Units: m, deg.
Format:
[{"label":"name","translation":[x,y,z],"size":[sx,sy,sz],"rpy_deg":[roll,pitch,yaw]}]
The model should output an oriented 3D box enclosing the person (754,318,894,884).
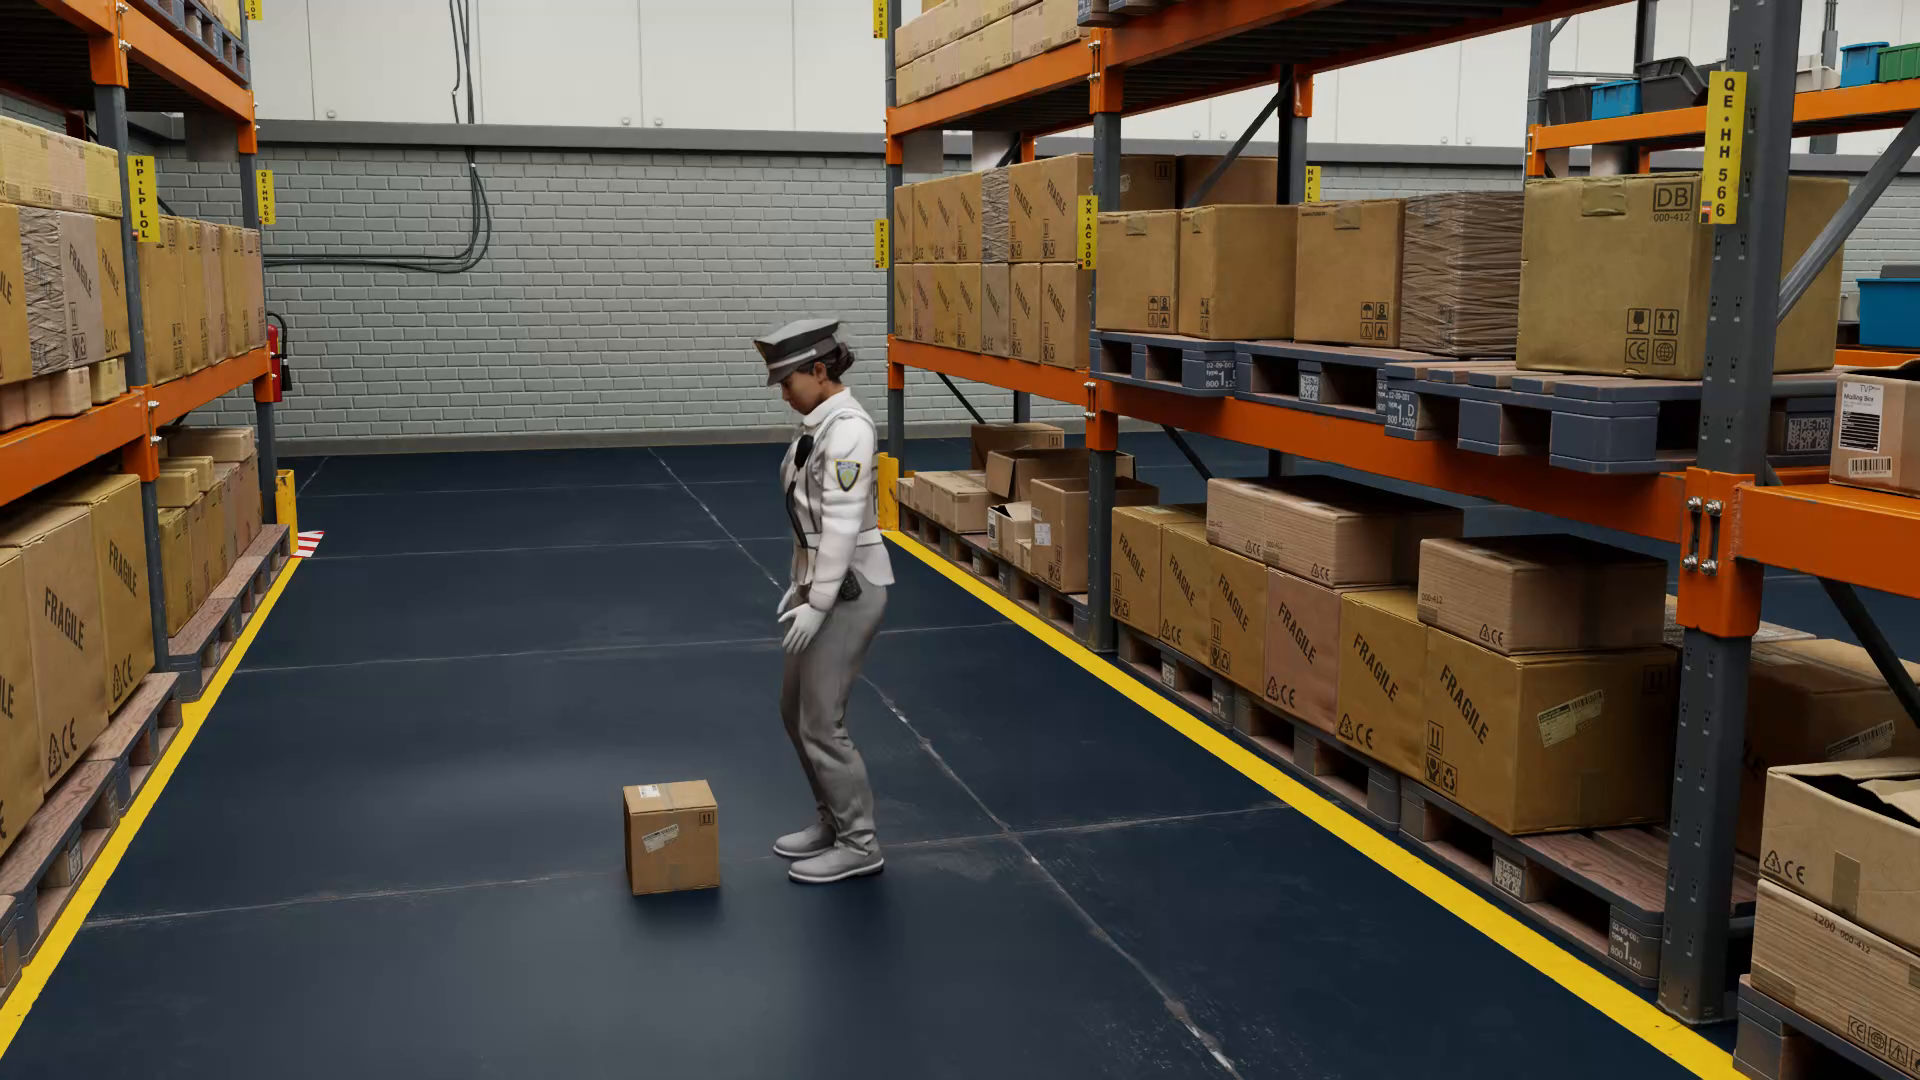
[{"label":"person","translation":[-0.393,0.178,4.890],"size":[0.396,1.648,0.488],"rpy_deg":[-2,10,-15]}]
